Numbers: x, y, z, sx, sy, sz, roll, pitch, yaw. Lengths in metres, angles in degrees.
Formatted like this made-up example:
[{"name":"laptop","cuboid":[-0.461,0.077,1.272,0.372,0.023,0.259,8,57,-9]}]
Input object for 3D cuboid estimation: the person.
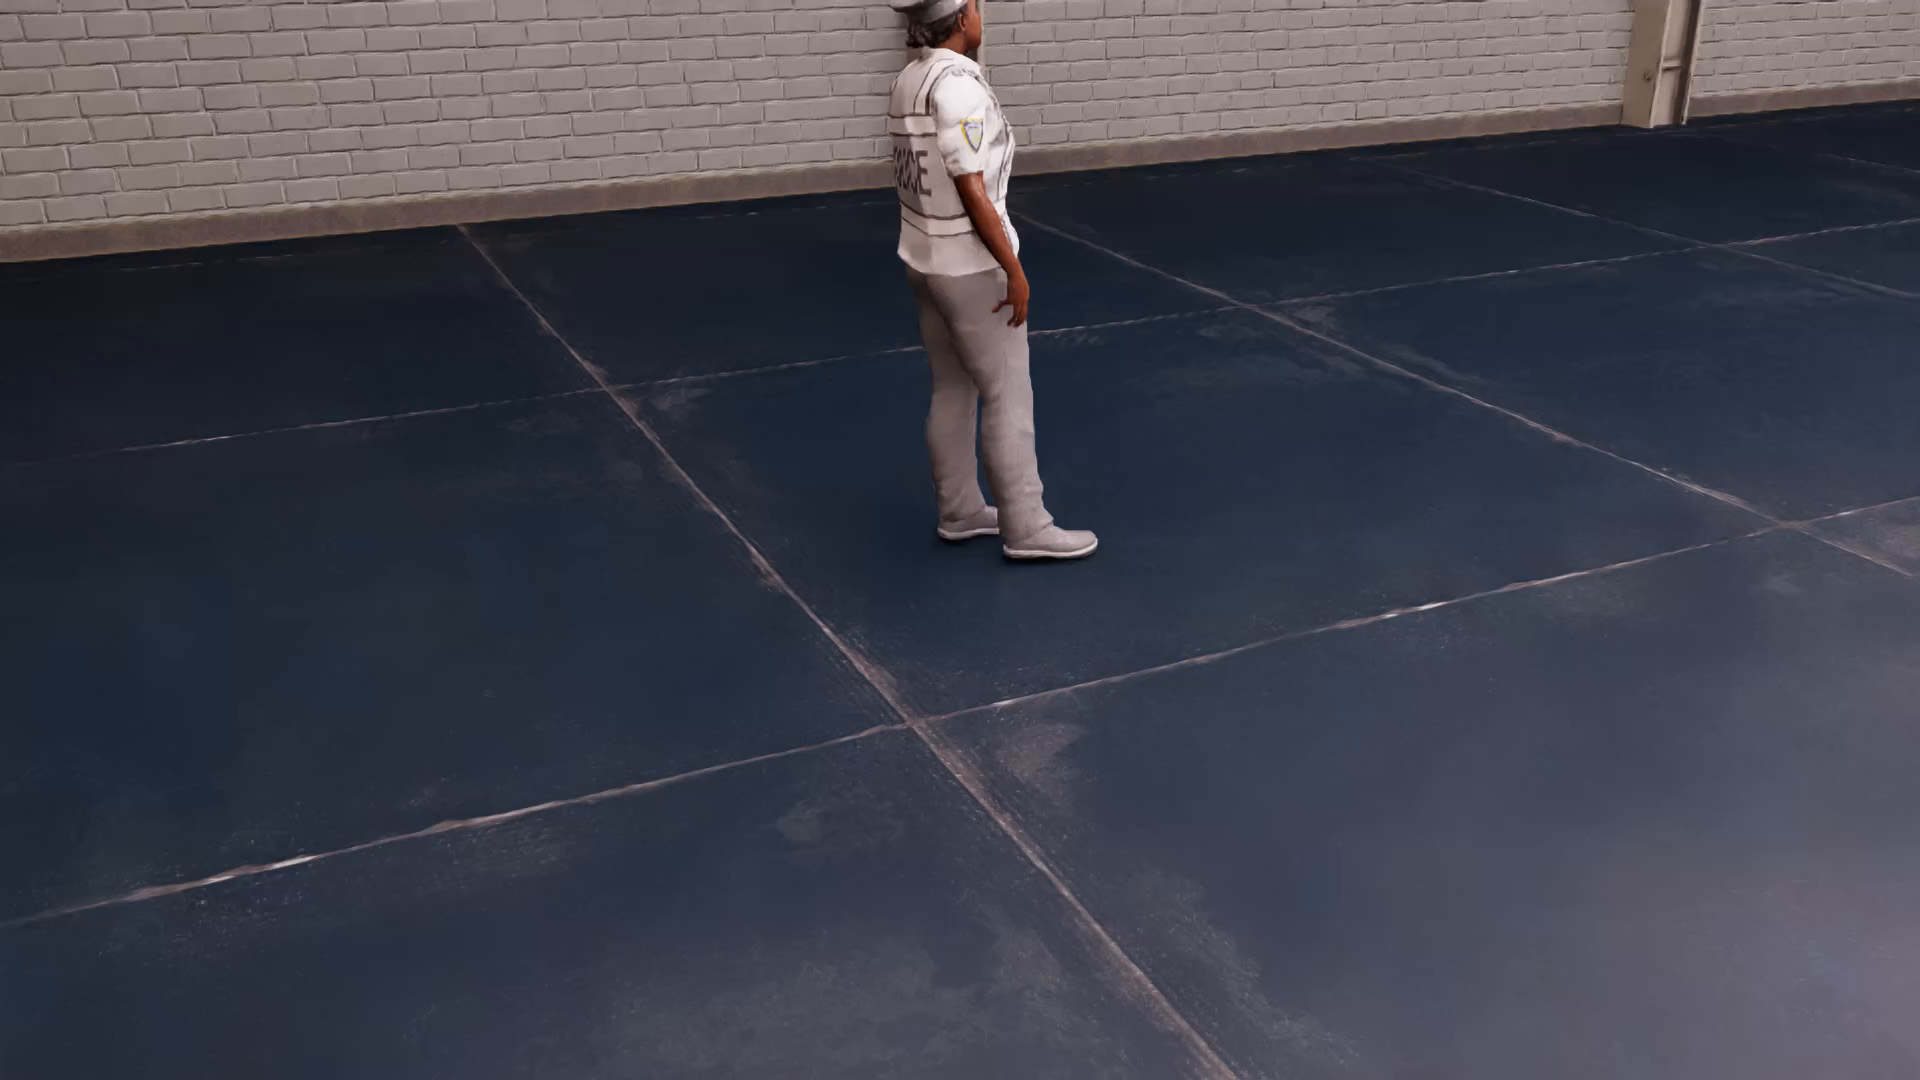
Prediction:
[{"name":"person","cuboid":[0.076,-0.794,4.792,0.529,1.693,0.570,-10,25,-23]}]
